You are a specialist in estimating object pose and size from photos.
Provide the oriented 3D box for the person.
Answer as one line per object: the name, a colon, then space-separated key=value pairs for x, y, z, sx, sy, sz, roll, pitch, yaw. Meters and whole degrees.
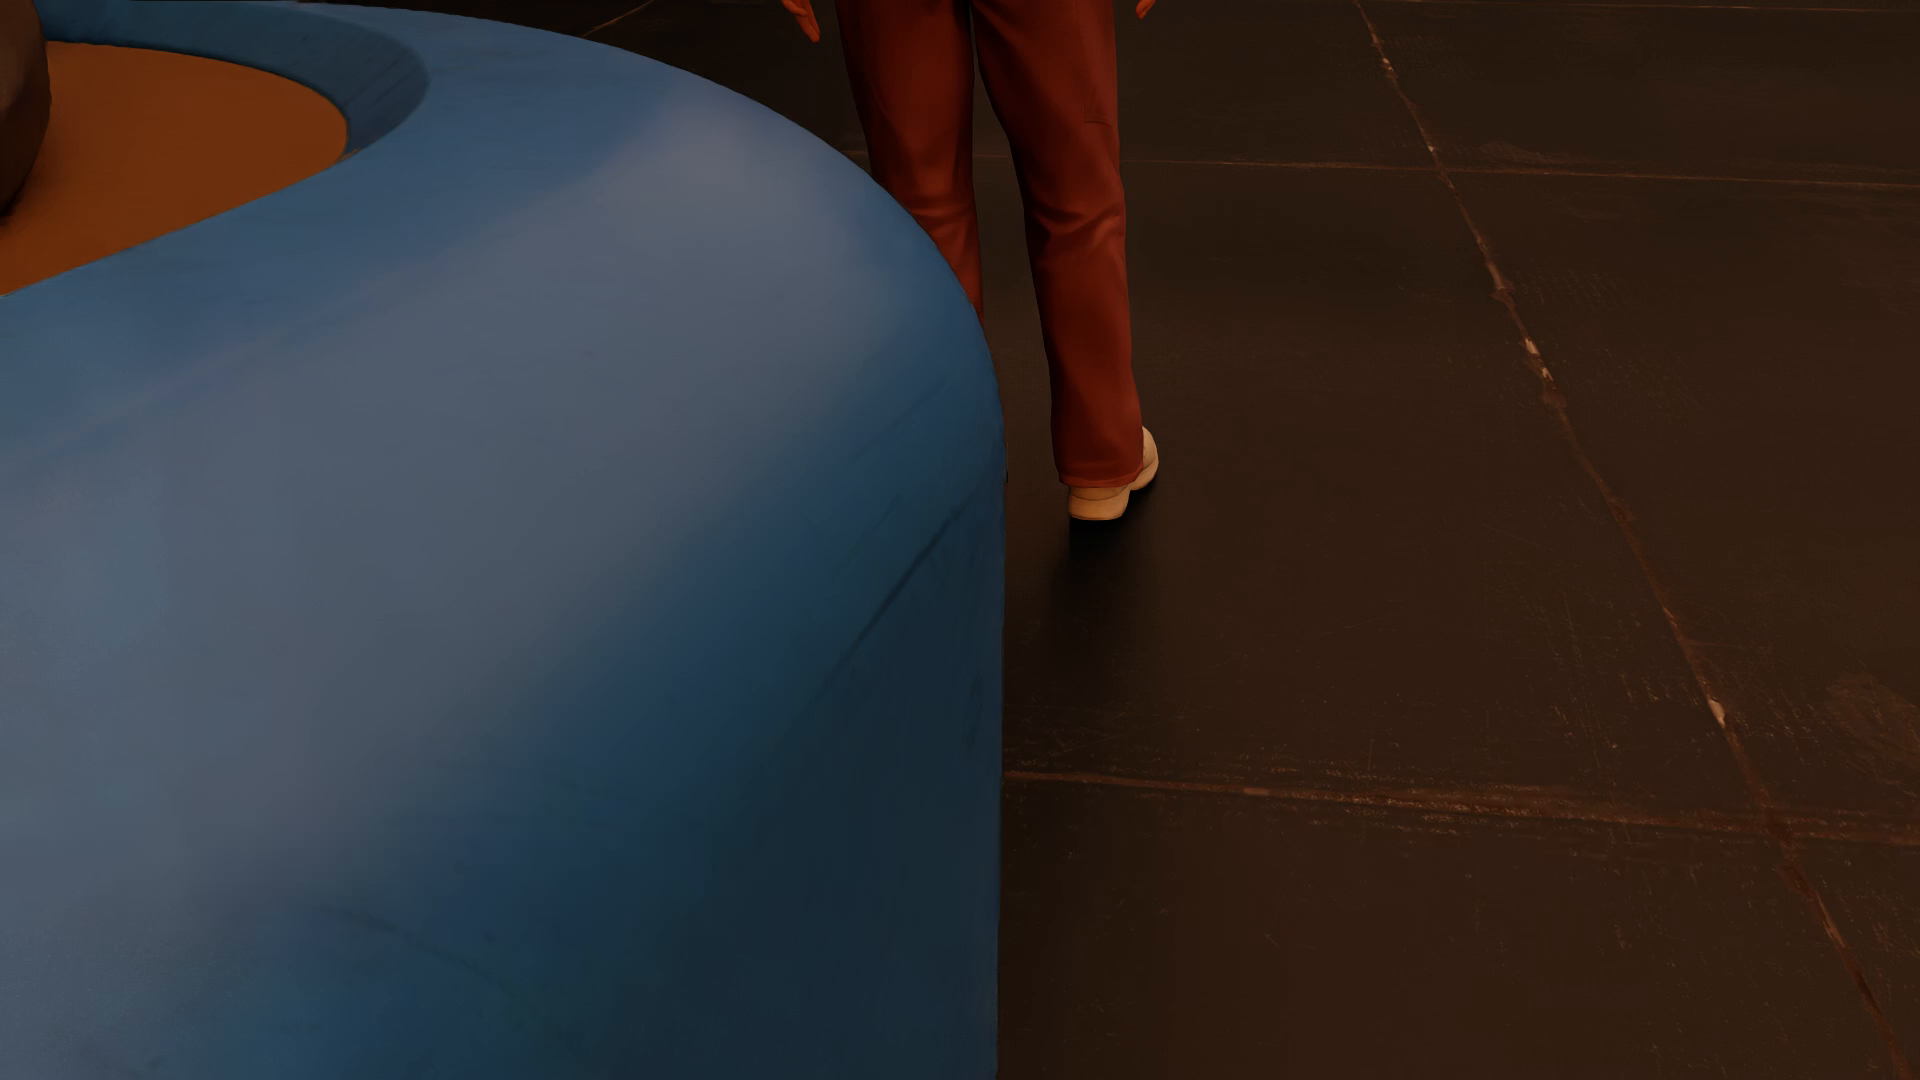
person: x=0.021 y=-0.789 z=2.187 sx=0.553 sy=1.673 sz=0.548 roll=3 pitch=27 yaw=7
